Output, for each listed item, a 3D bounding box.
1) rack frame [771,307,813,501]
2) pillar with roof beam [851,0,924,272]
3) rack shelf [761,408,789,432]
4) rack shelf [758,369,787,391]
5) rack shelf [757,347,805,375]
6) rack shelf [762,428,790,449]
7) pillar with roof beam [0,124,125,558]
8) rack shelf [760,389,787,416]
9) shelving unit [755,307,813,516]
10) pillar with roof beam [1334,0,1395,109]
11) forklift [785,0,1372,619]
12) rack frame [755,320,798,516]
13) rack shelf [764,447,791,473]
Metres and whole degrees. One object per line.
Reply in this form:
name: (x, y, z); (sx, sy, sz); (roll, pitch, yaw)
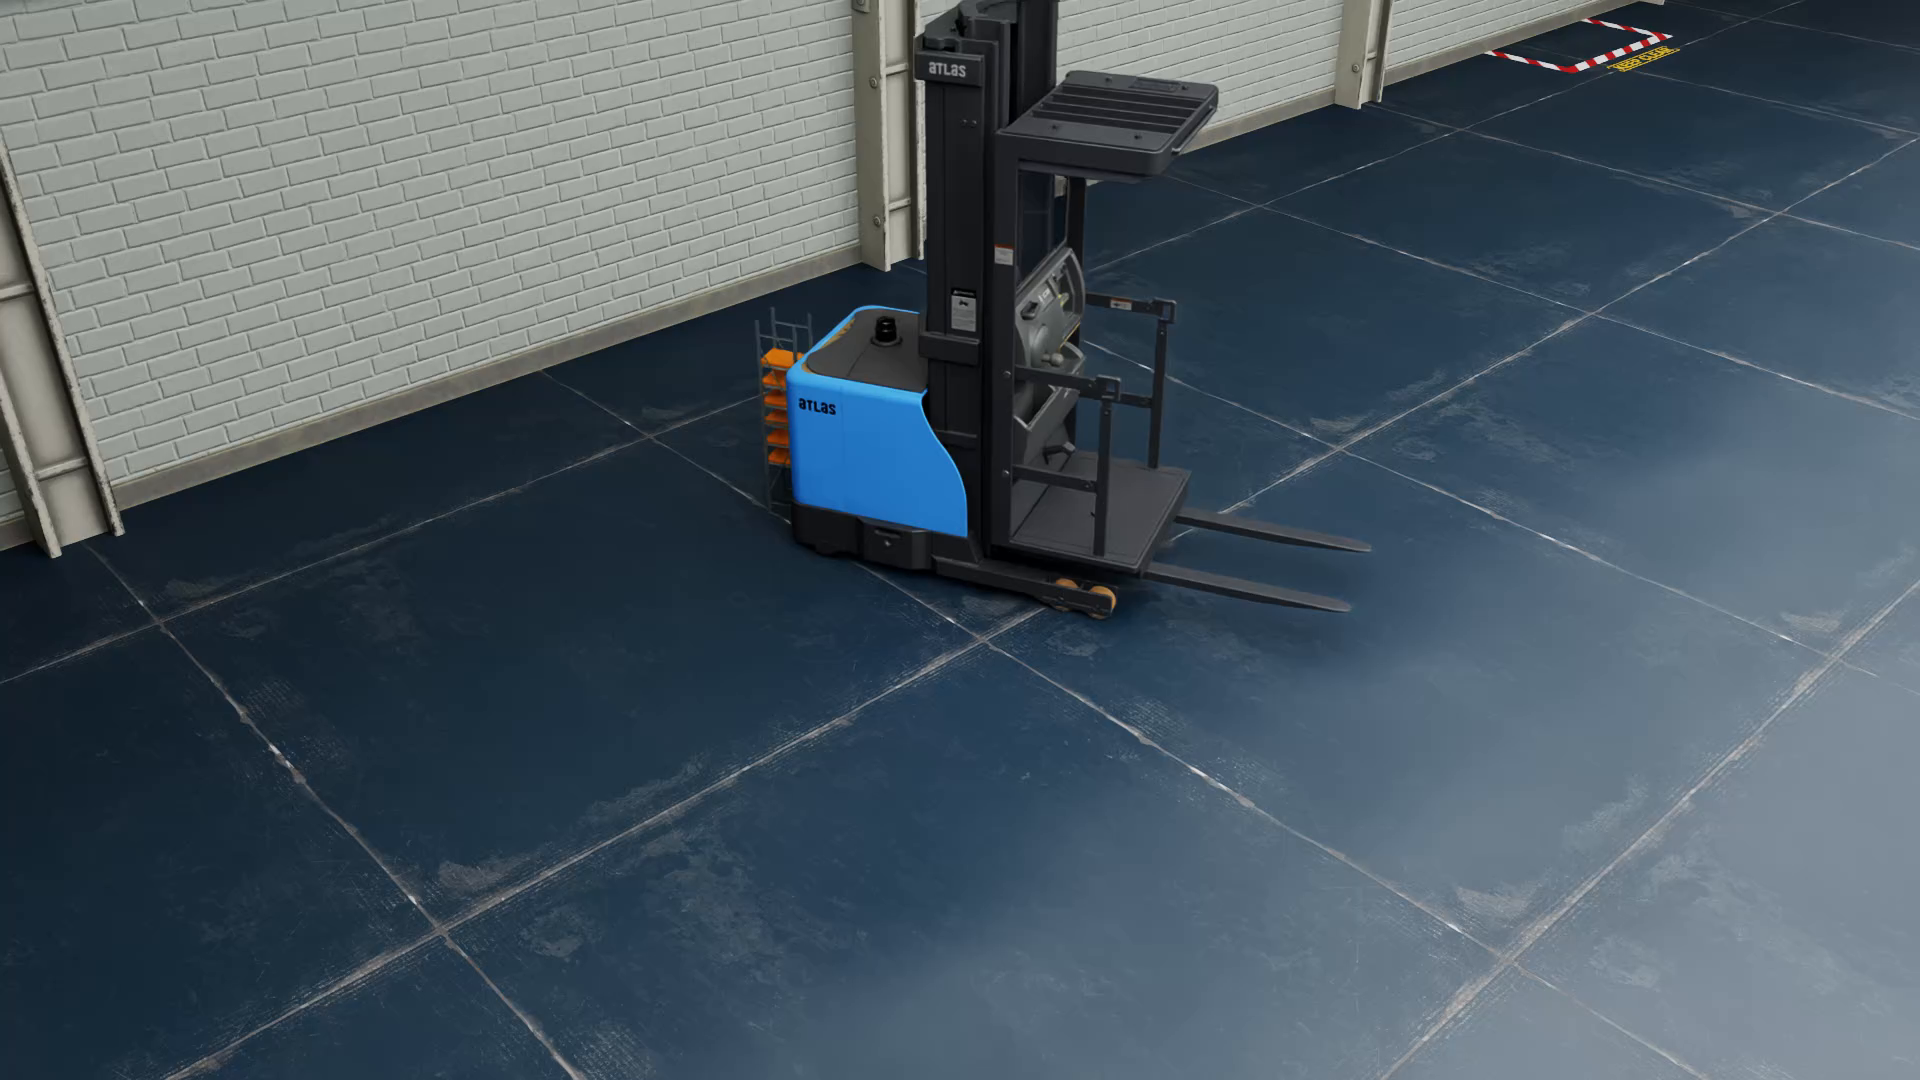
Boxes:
rack frame: (-0.913, -0.726, 9.287); (0.240, 1.200, 0.006); (12, 33, 18)
pillar with roof beam: (2.403, -4.348, 7.734); (0.400, 9.000, 9.100); (-26, 40, -35)
rack shelf: (-0.947, -0.644, 9.238); (0.258, 0.103, 0.180); (12, 33, 18)
rack shelf: (-0.947, -0.849, 9.113); (0.258, 0.103, 0.180); (12, 33, 18)
rack shelf: (-0.947, -0.951, 9.050); (0.258, 0.103, 0.180); (12, 33, 18)
rack shelf: (-0.947, -0.542, 9.300); (0.258, 0.103, 0.180); (12, 33, 18)
pillar with roof beam: (-1.996, -2.220, 4.254); (0.400, 9.000, 9.100); (-26, 40, -35)
rack shelf: (-0.947, -0.746, 9.175); (0.258, 0.103, 0.180); (12, 33, 18)
shelving unit: (-0.947, -0.682, 9.215); (0.258, 1.200, 0.189); (12, 33, 18)
pillar with roof beam: (6.803, -6.476, 11.215); (0.400, 9.000, 9.100); (-26, 40, -35)
forklift: (0.643, -1.159, 8.335); (3.031, 2.935, 1.130); (12, 33, 18)
rack frame: (-0.981, -0.638, 9.142); (0.240, 1.200, 0.006); (12, 33, 18)
rack shelf: (-0.947, -0.439, 9.363); (0.258, 0.103, 0.180); (12, 33, 18)
